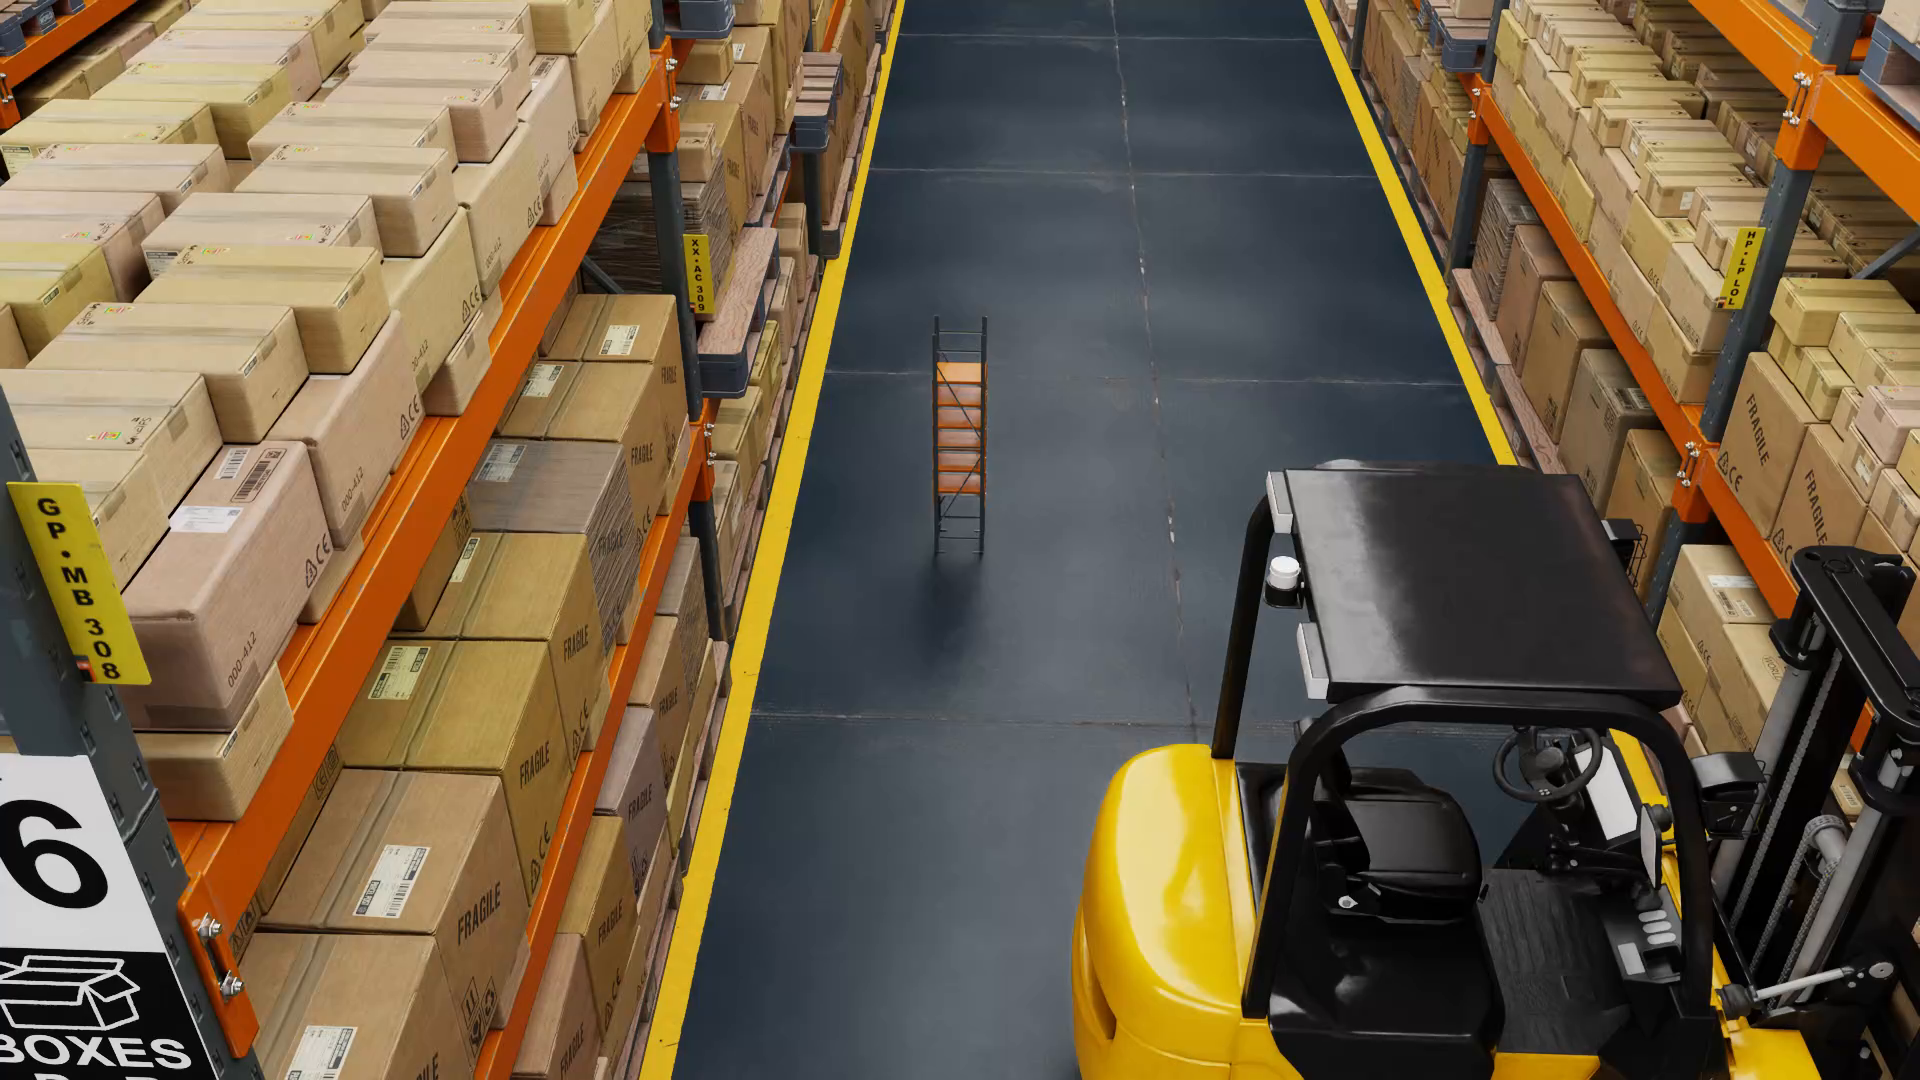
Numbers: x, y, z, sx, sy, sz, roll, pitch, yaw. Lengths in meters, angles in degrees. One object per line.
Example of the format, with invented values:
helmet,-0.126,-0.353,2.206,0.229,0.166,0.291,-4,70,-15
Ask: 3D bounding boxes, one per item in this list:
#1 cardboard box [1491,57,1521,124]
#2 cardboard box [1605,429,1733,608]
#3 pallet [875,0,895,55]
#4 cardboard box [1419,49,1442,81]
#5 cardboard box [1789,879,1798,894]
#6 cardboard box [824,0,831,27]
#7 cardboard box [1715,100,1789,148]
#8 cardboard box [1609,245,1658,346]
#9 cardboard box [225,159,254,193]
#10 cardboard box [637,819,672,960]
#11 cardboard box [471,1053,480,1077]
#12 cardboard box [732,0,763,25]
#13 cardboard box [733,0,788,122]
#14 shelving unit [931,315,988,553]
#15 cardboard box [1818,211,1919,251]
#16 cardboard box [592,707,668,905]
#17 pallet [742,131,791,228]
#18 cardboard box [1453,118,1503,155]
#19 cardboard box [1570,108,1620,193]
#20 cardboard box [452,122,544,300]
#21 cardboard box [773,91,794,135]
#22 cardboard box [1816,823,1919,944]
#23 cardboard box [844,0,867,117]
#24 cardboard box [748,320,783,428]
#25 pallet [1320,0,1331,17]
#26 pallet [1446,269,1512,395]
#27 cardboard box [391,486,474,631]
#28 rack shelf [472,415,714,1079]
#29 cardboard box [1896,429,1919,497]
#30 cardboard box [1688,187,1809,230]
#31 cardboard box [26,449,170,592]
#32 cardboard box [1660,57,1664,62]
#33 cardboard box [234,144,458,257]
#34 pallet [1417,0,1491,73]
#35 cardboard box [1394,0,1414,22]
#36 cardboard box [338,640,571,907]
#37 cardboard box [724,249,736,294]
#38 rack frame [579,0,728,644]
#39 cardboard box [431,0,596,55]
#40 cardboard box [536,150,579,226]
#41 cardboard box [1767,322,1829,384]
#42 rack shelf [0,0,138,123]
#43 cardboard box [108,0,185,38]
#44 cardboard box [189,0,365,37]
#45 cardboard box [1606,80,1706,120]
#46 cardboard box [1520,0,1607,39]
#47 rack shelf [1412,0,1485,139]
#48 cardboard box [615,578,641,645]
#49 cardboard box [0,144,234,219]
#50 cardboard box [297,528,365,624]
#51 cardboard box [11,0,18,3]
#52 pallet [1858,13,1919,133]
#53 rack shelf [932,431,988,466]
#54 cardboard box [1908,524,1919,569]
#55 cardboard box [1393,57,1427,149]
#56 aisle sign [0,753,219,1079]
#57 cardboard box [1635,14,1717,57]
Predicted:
cardboard box,3.321,-2.538,9.384,0.500,0.250,0.500,1,35,2
cardboard box,3.432,-0.051,7.414,0.875,0.625,0.625,3,35,4
pallet,-1.108,-4.554,14.546,1.003,0.211,1.213,1,35,2
cardboard box,3.431,-3.314,11.602,0.380,0.149,0.250,0,35,0
cardboard box,3.044,1.046,5.744,0.500,0.250,0.500,1,35,1
cardboard box,-1.103,-3.471,10.711,0.500,0.250,0.500,0,35,1
cardboard box,3.758,-1.929,7.735,0.380,0.149,0.250,2,35,2
cardboard box,3.196,-1.074,7.300,0.500,0.250,0.500,1,35,2
cardboard box,-1.892,-0.830,4.086,0.500,0.250,0.500,2,35,2
cardboard box,-1.329,1.234,5.912,0.500,0.250,0.500,2,35,3
cardboard box,-1.390,1.251,4.080,0.380,0.149,0.250,0,35,0
cardboard box,-1.161,-2.615,8.087,0.380,0.149,0.250,0,35,0
cardboard box,-1.146,-2.441,8.404,0.500,0.500,0.500,-1,35,-1
shelving unit,-0.001,-0.483,7.893,0.258,1.200,0.189,1,35,2
cardboard box,3.714,-1.207,6.708,0.380,0.149,0.250,0,35,0
cardboard box,-1.331,0.914,5.714,0.500,0.500,0.500,3,35,4
pallet,-1.416,-1.745,8.291,1.003,0.211,1.213,1,35,2
cardboard box,3.350,-2.553,10.519,0.380,0.149,0.250,0,35,0
cardboard box,3.265,-1.861,7.985,0.500,0.250,0.500,2,35,3
cardboard box,-1.346,-0.816,4.065,0.500,0.250,0.500,2,35,3
cardboard box,-1.074,-2.232,8.671,0.380,0.149,0.250,2,35,3
cardboard box,3.021,1.145,5.169,0.500,0.250,0.500,1,35,1
cardboard box,-1.190,-3.685,12.367,0.875,0.875,0.875,2,35,3
cardboard box,-1.467,-0.874,8.805,0.950,0.372,0.625,2,35,3
pallet,3.818,-5.104,15.328,1.003,0.211,1.213,1,35,2
pallet,3.511,-1.236,9.825,1.003,0.211,1.213,1,35,2
cardboard box,-1.792,-0.105,4.575,0.700,0.500,0.500,1,35,2
rack shelf,-1.618,0.780,5.157,1.077,0.370,4.000,1,35,2
cardboard box,3.095,-0.208,5.028,0.380,0.149,0.250,1,35,1
cardboard box,3.269,-1.347,6.906,0.380,0.149,0.250,1,35,2
cardboard box,-1.480,-0.015,2.580,0.380,0.149,0.250,1,35,2
cardboard box,3.824,-2.434,8.800,0.500,0.250,0.500,2,35,2
cardboard box,-1.323,-0.738,3.608,0.380,0.149,0.250,2,35,3
pallet,3.540,-3.162,10.307,1.213,0.211,1.003,1,35,2
cardboard box,3.530,-4.053,12.653,0.380,0.149,0.250,0,35,-1
cardboard box,-1.365,0.616,4.419,0.500,0.500,0.500,1,35,1
cardboard box,-1.181,-1.186,7.182,0.380,0.149,0.250,2,35,3
rack frame,-1.538,-0.663,6.585,1.000,3.000,0.127,1,35,2
cardboard box,-1.245,-1.476,4.658,0.380,0.149,0.250,2,35,3
cardboard box,-1.301,-1.009,4.686,0.380,0.149,0.250,2,35,3
cardboard box,3.147,-0.680,5.958,0.380,0.149,0.250,1,35,1
rack shelf,-6.247,-3.873,11.777,1.077,0.370,4.000,1,35,2
cardboard box,-5.985,-3.739,12.118,0.500,0.250,0.500,0,35,0
cardboard box,-1.915,-1.489,4.676,0.380,0.149,0.250,1,35,2
cardboard box,3.320,-2.086,7.958,0.380,0.149,0.250,1,35,2
cardboard box,3.266,-2.826,9.011,0.380,0.149,0.250,2,35,3
rack shelf,3.663,-3.704,11.537,1.077,0.370,4.000,1,35,2
cardboard box,-1.284,0.215,5.554,0.380,0.149,0.250,1,35,1
cardboard box,-1.824,-0.746,3.619,0.380,0.149,0.250,0,35,1
cardboard box,-1.395,0.023,3.219,0.380,0.149,0.250,2,35,3
cardboard box,-6.097,-3.493,10.465,0.380,0.149,0.250,3,35,4
pallet,3.414,-1.251,4.890,1.003,0.211,1.213,1,35,2
rack shelf,-0.001,-0.446,7.919,0.258,0.103,0.180,1,35,2
cardboard box,3.066,0.055,4.913,0.380,0.149,0.250,0,35,0
cardboard box,3.436,-3.133,11.908,0.500,0.500,0.500,0,35,0
aisle sign,-1.391,0.614,2.507,0.394,0.787,0.004,1,35,2
cardboard box,3.802,-2.664,8.780,0.380,0.149,0.250,1,35,2
